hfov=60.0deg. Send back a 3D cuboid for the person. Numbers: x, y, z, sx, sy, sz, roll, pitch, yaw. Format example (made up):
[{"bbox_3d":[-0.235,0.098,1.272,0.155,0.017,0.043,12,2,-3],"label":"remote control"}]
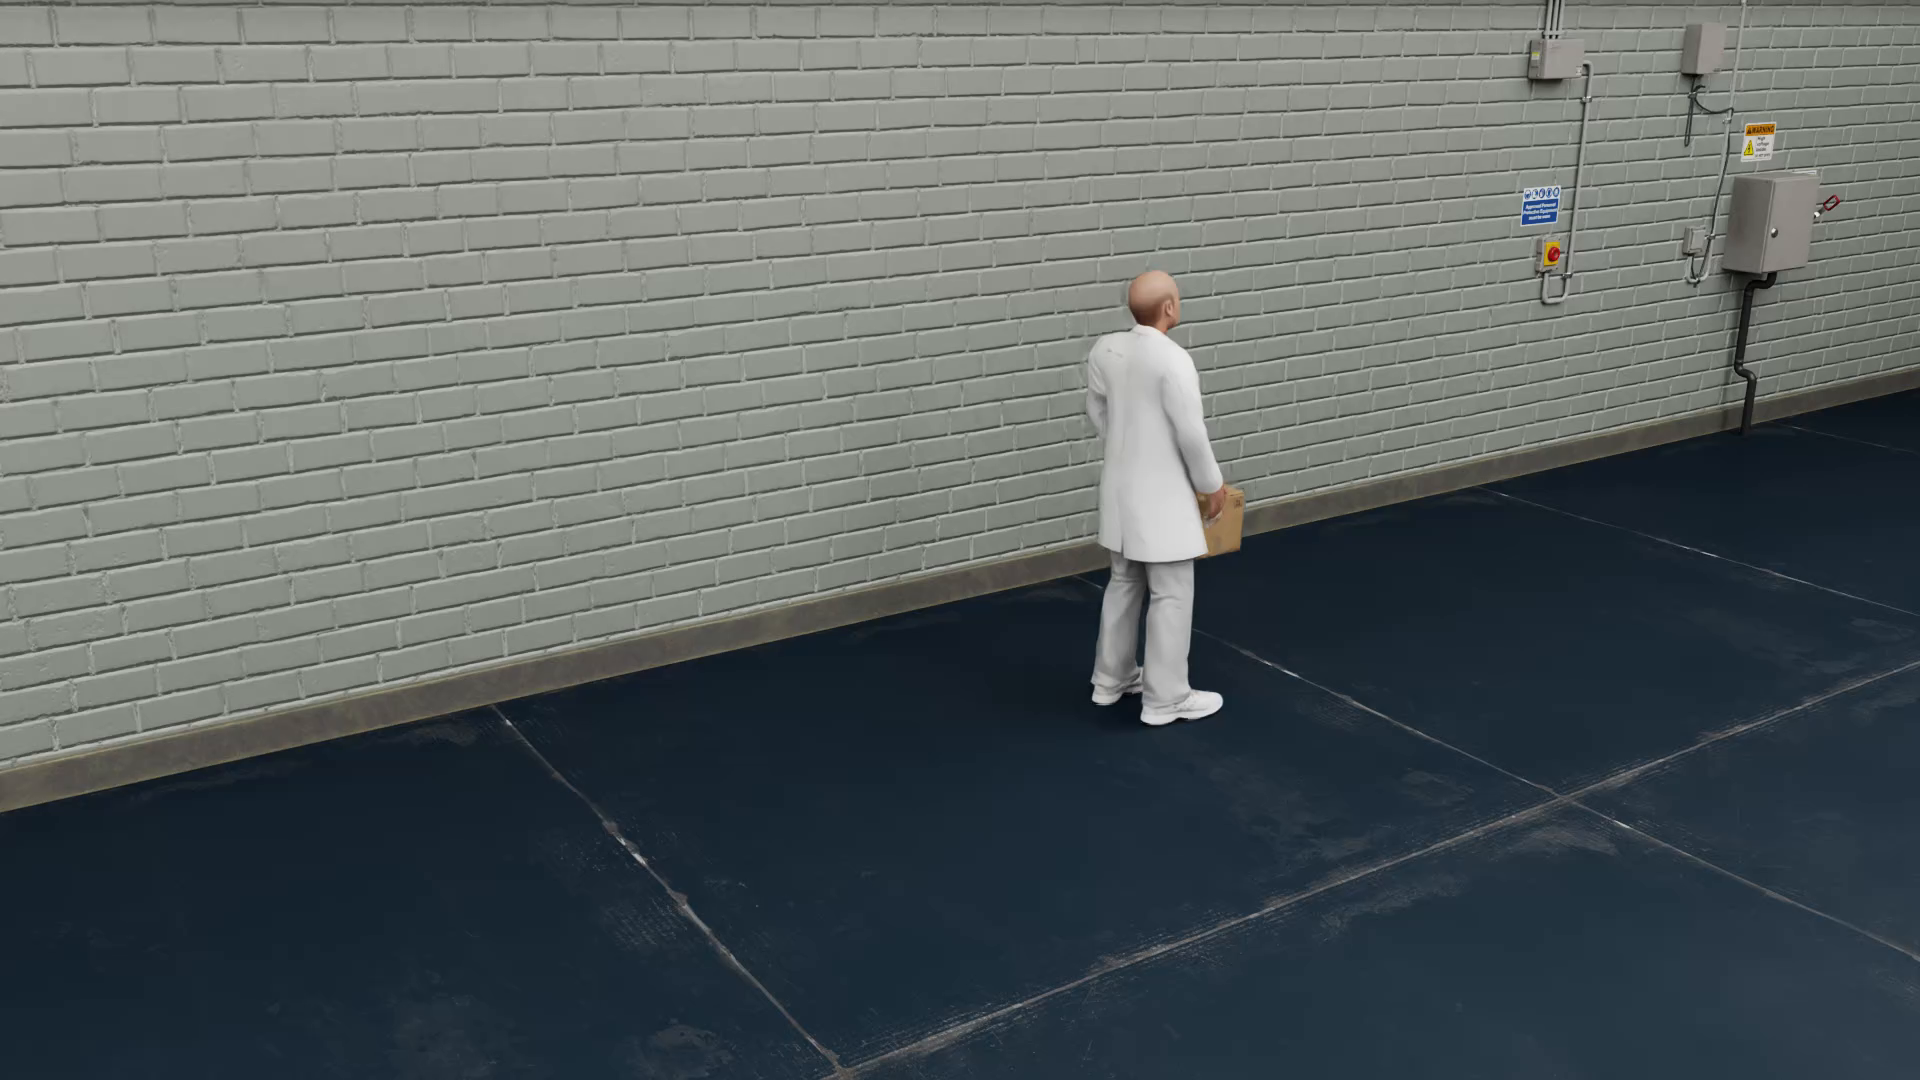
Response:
[{"bbox_3d":[0.778,-0.186,6.645,0.436,1.779,0.651,-11,21,-31],"label":"person"}]
